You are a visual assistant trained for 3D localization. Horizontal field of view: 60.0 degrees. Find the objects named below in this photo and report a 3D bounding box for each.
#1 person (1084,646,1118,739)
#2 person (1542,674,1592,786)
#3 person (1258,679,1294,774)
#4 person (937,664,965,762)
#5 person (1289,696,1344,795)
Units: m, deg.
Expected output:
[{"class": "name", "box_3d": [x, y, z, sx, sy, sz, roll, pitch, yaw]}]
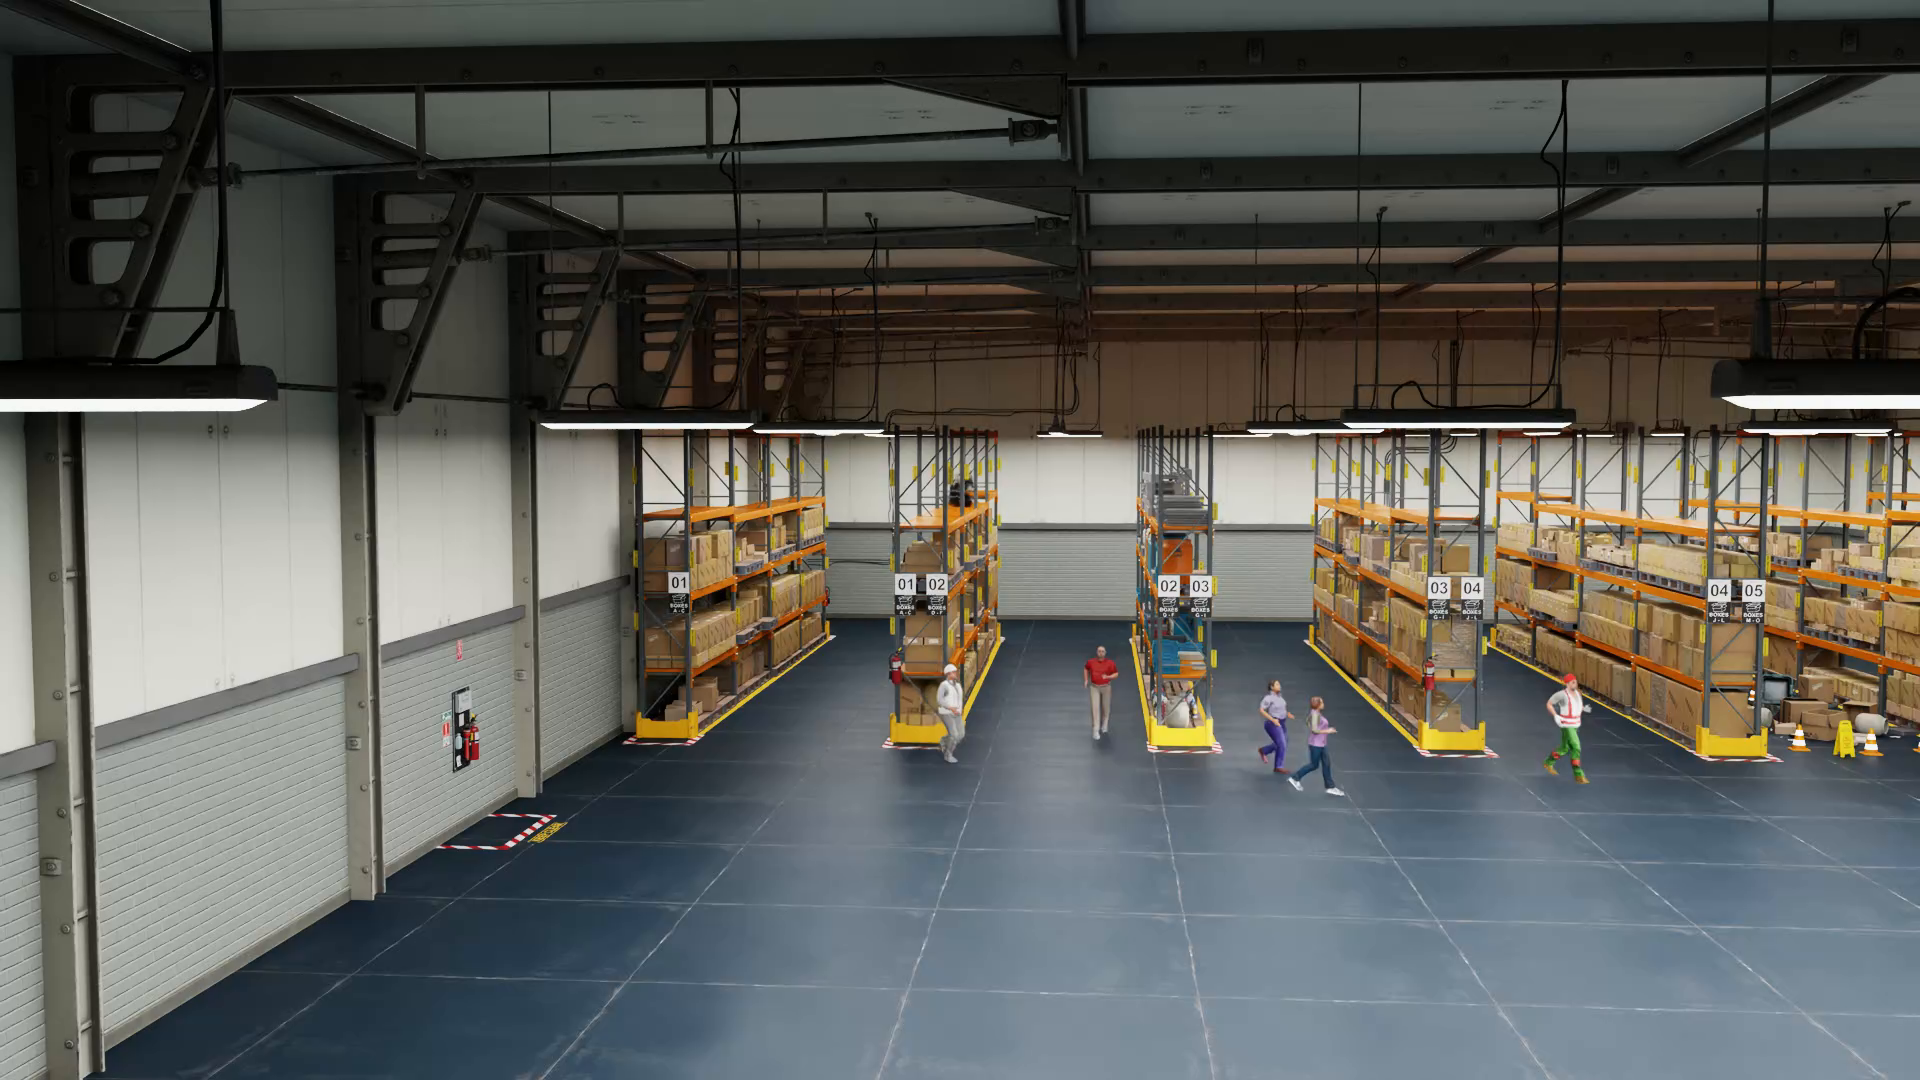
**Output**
[{"class": "person", "box_3d": [2.717, 2.905, 32.098, 0.666, 1.725, 0.946, 0, 3, 5]}, {"class": "person", "box_3d": [10.226, 3.142, 27.928, 0.629, 1.815, 0.916, -3, 4, -40]}, {"class": "person", "box_3d": [5.406, 3.199, 28.710, 0.679, 1.603, 0.638, 3, 4, 37]}, {"class": "person", "box_3d": [-0.173, 3.082, 29.682, 0.604, 1.739, 0.694, 3, 4, 36]}, {"class": "person", "box_3d": [5.727, 3.288, 26.665, 0.873, 1.580, 0.545, 1, 4, 21]}]
